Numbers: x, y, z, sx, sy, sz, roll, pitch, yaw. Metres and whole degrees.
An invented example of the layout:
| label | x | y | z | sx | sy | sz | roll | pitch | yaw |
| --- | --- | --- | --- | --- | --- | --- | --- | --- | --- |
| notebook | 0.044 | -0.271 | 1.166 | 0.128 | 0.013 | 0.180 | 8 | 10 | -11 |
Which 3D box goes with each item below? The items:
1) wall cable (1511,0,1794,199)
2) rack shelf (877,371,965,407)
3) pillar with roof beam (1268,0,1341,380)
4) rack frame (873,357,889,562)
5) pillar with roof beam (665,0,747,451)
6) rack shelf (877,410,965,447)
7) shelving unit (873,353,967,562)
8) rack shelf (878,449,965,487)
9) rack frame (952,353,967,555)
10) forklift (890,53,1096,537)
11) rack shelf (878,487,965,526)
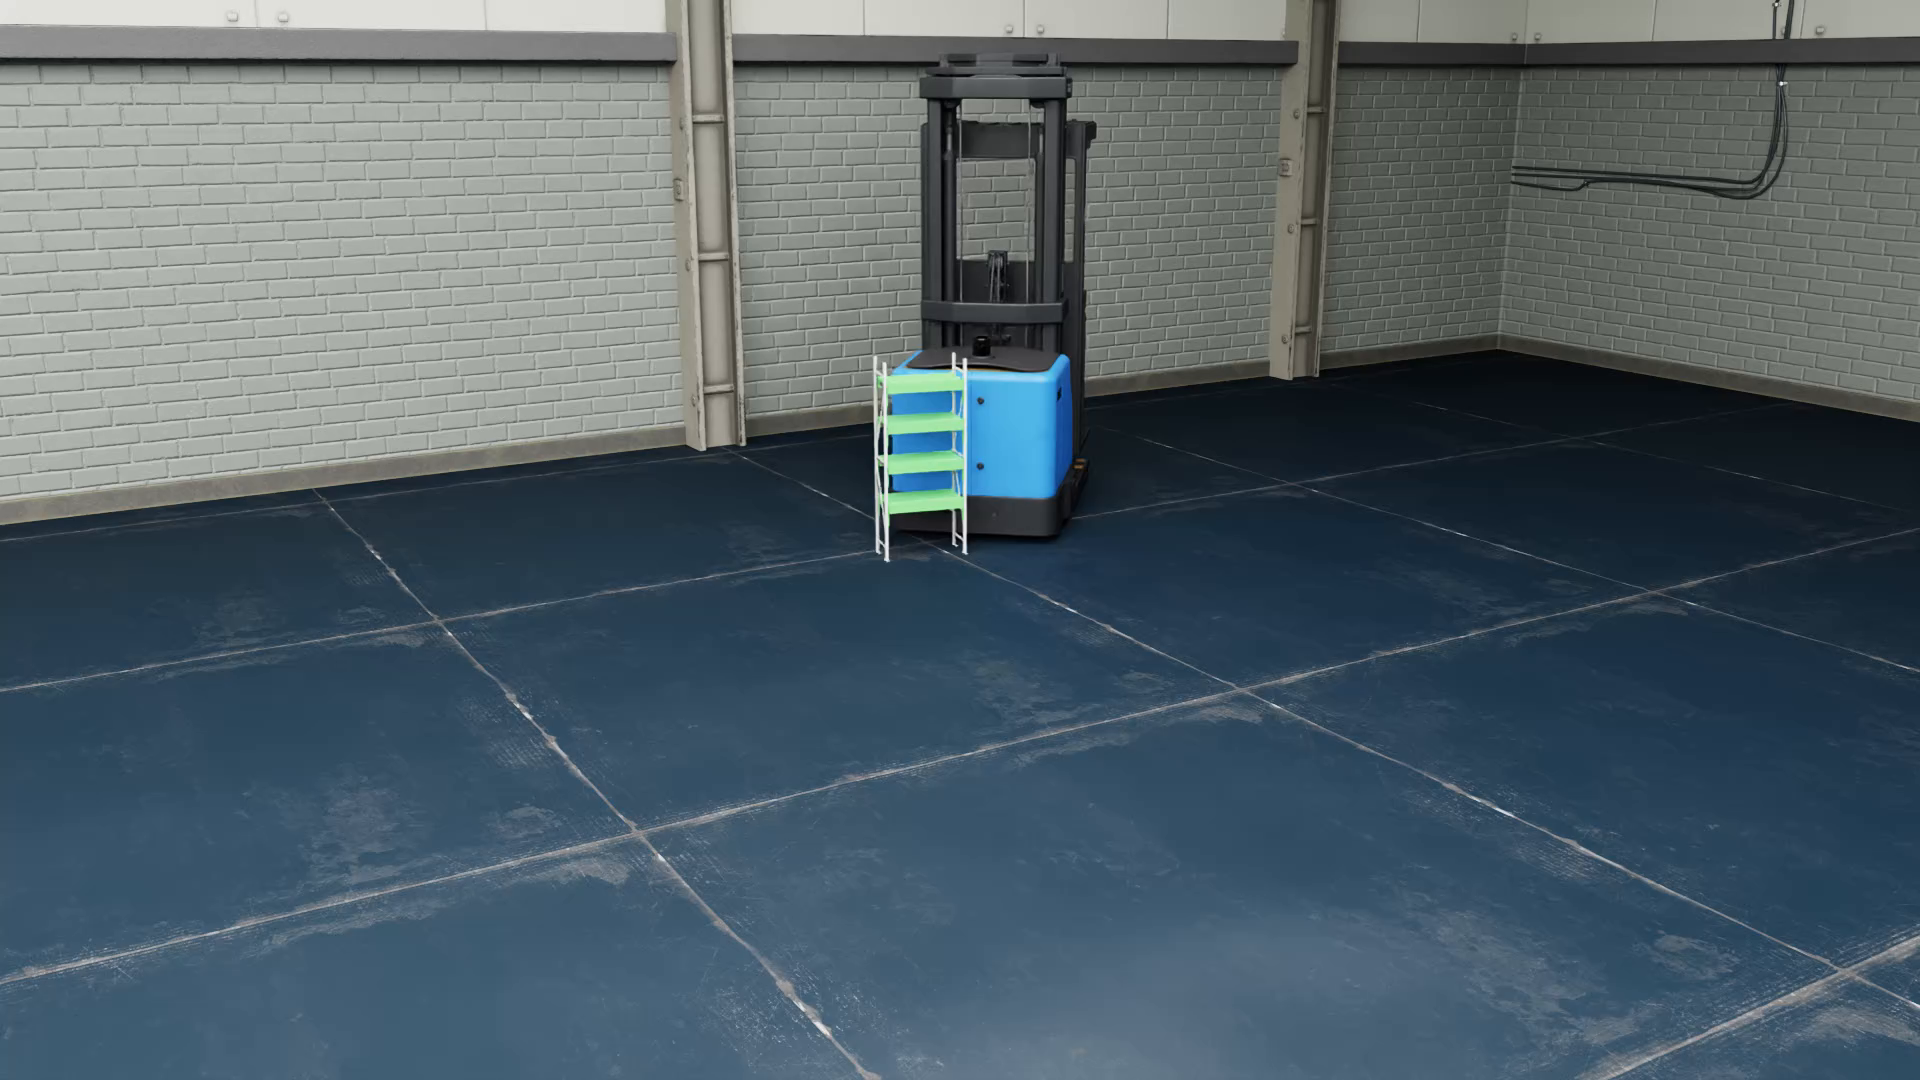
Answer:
| label | x | y | z | sx | sy | sz | roll | pitch | yaw |
| --- | --- | --- | --- | --- | --- | --- | --- | --- | --- |
| wall cable | 6.426 | -4.528 | 15.644 | 0.112 | 2.526 | 3.097 | -9 | 18 | -30 |
| rack shelf | -0.237 | -0.897 | 9.844 | 0.480 | 0.148 | 0.258 | -5 | 16 | -17 |
| pillar with roof beam | 5.437 | -4.924 | 11.303 | 0.400 | 9.000 | 9.100 | -9 | 18 | -30 |
| rack frame | -0.469 | -0.476 | 9.885 | 0.015 | 1.200 | 0.240 | -5 | 16 | -17 |
| pillar with roof beam | 0.294 | -4.090 | 8.327 | 0.400 | 9.000 | 9.100 | -9 | 18 | -30 |
| rack shelf | -0.237 | -0.665 | 9.908 | 0.480 | 0.148 | 0.258 | -5 | 16 | -17 |
| shelving unit | -0.237 | -0.496 | 9.956 | 0.503 | 1.200 | 0.258 | -5 | 16 | -17 |
| rack shelf | -0.237 | -0.434 | 9.973 | 0.480 | 0.148 | 0.258 | -5 | 16 | -17 |
| rack frame | -0.004 | -0.516 | 10.027 | 0.015 | 1.200 | 0.240 | -5 | 16 | -17 |
| forklift | 0.326 | -1.785 | 11.348 | 1.130 | 2.935 | 3.031 | 3 | 16 | 10 |
| rack shelf | -0.237 | -0.203 | 10.038 | 0.480 | 0.148 | 0.258 | -5 | 16 | -17 |
